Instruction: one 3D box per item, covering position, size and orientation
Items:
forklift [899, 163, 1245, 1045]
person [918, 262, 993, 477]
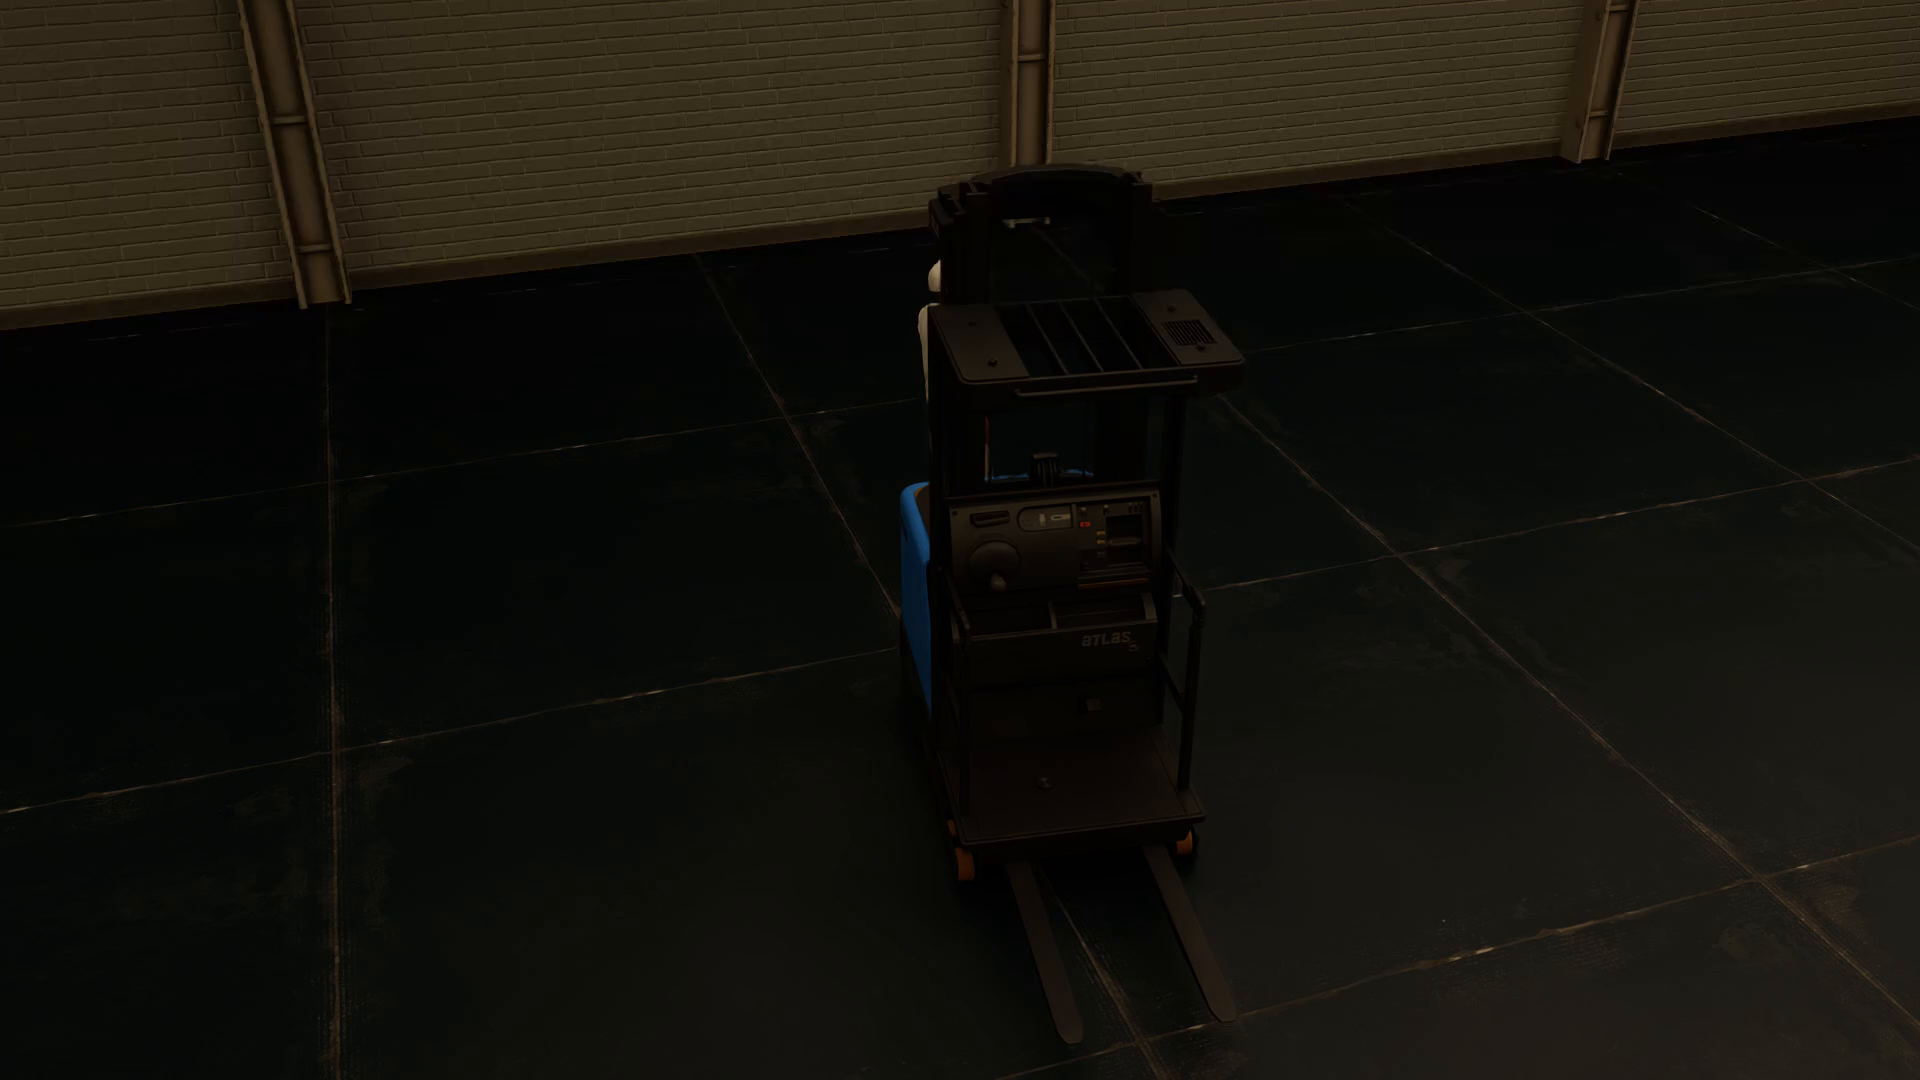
[{"bbox_3d":[0.456,0.053,6.996,1.130,2.935,3.031,-5,30,-9],"label":"forklift"},{"bbox_3d":[0.068,-0.780,9.597,0.575,1.768,0.665,-10,31,-16],"label":"person"}]
